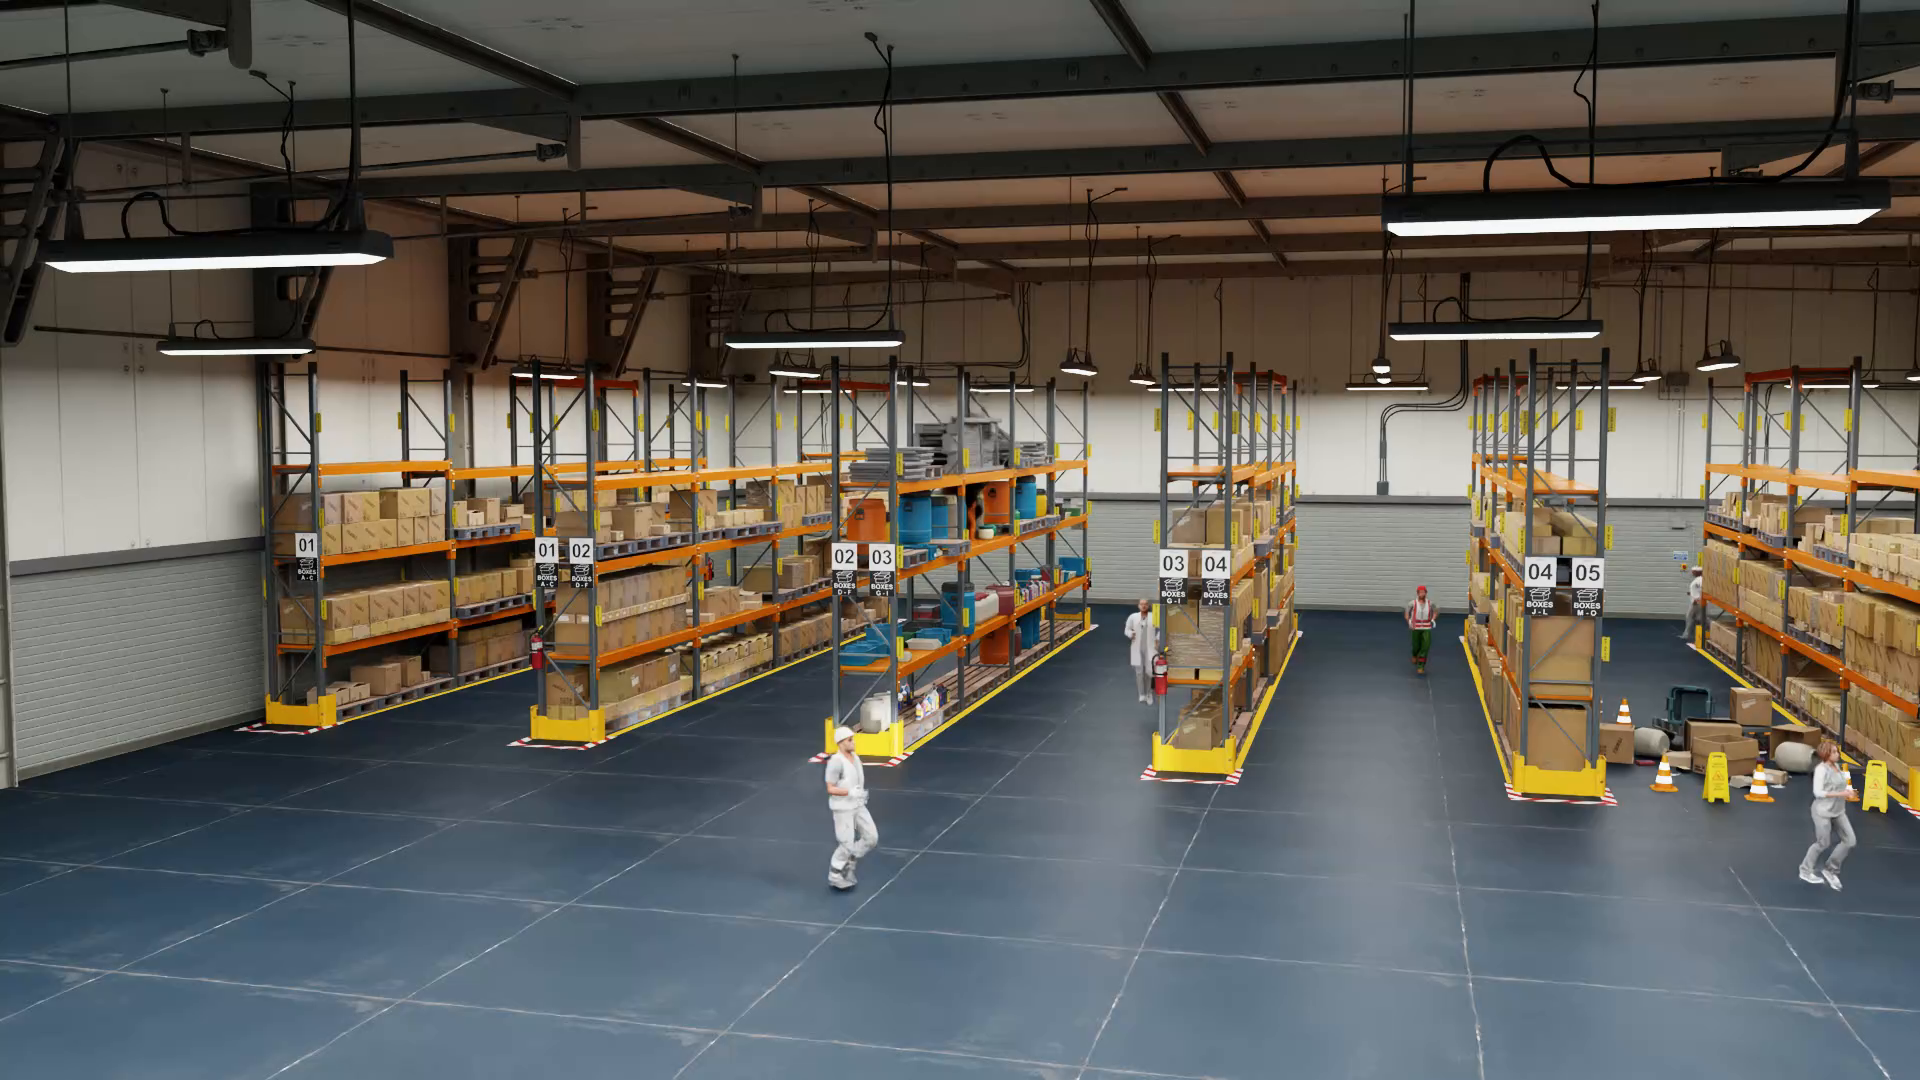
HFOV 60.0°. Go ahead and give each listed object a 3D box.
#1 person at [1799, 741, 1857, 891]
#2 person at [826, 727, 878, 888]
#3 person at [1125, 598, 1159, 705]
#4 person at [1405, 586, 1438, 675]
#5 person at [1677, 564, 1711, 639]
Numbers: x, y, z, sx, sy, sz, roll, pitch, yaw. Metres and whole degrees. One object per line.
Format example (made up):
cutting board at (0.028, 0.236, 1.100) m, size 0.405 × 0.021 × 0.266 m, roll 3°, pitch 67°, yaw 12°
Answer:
person at (9.320, 2.960, 17.797) m, size 0.517 × 1.594 × 0.634 m, roll -2°, pitch 5°, yaw -28°
person at (-1.137, 2.863, 17.755) m, size 0.614 × 1.743 × 0.632 m, roll 3°, pitch 5°, yaw 33°
person at (3.102, 1.929, 27.974) m, size 0.687 × 1.725 × 0.690 m, roll 1°, pitch 4°, yaw 10°
person at (9.231, 1.787, 33.258) m, size 0.653 × 1.758 × 0.818 m, roll 1°, pitch 4°, yaw 8°
person at (16.942, 1.430, 38.191) m, size 0.890 × 1.753 × 0.768 m, roll 3°, pitch 5°, yaw 33°
